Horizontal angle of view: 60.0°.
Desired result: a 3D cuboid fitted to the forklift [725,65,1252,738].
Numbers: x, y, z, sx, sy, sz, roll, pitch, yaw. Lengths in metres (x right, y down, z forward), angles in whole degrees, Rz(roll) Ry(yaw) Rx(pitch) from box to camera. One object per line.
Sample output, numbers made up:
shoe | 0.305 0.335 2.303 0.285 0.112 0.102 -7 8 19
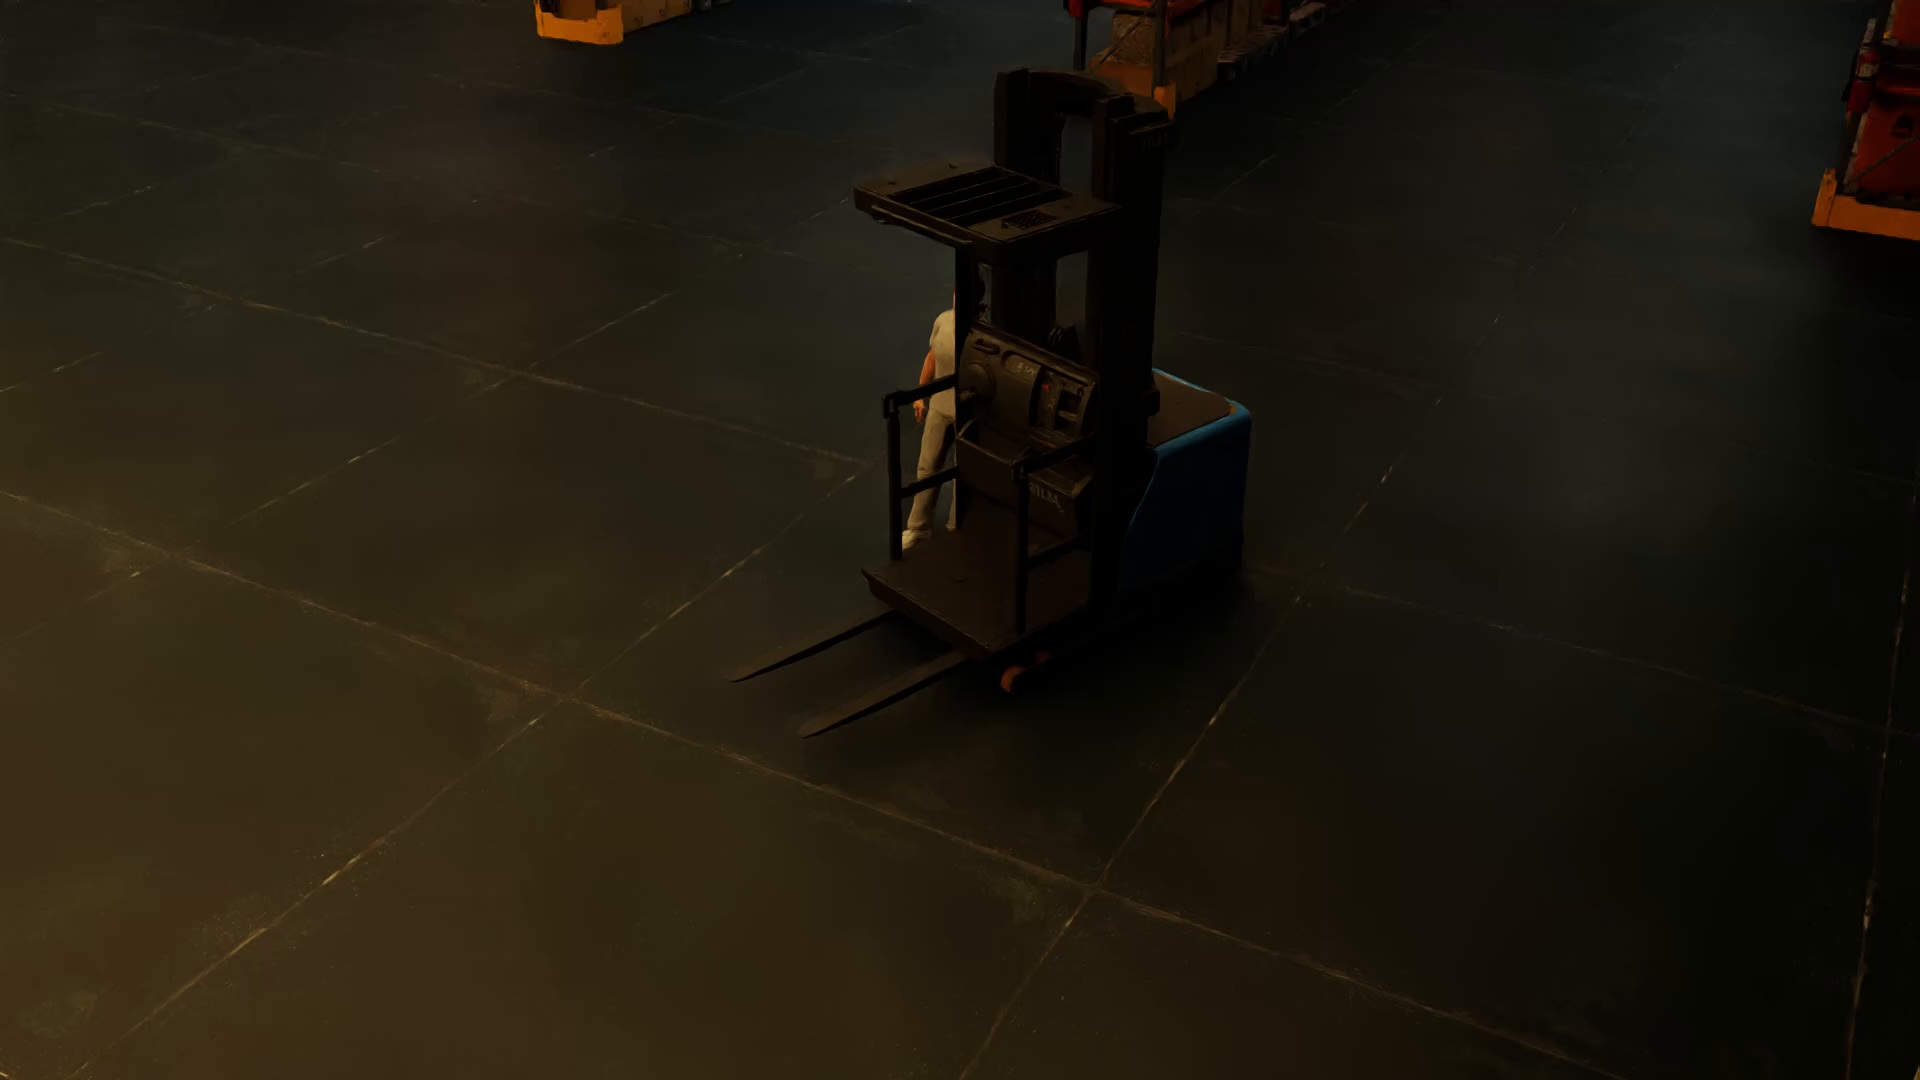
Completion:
forklift | 0.175 -0.759 8.386 3.031 2.935 1.130 -24 37 -35

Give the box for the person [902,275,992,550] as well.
person | -0.047 -0.713 9.523 0.549 1.673 0.545 15 33 25
